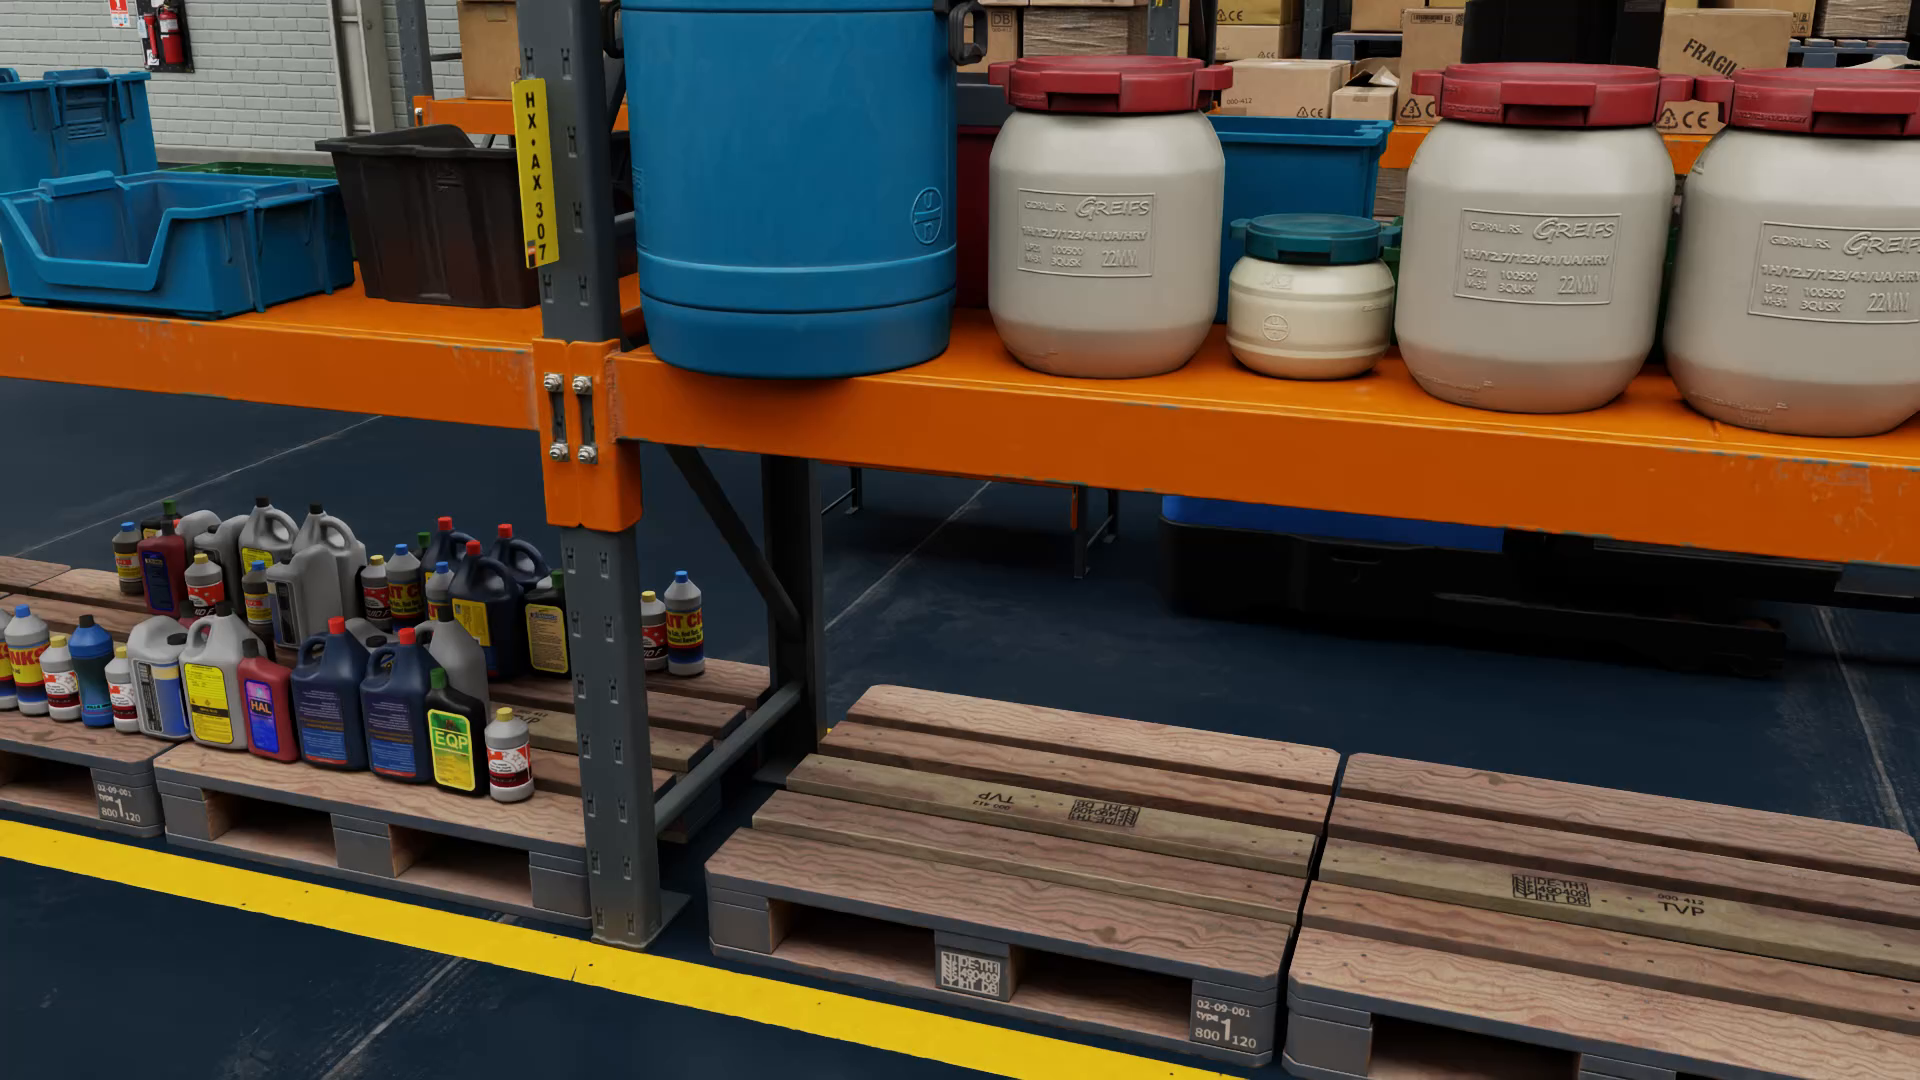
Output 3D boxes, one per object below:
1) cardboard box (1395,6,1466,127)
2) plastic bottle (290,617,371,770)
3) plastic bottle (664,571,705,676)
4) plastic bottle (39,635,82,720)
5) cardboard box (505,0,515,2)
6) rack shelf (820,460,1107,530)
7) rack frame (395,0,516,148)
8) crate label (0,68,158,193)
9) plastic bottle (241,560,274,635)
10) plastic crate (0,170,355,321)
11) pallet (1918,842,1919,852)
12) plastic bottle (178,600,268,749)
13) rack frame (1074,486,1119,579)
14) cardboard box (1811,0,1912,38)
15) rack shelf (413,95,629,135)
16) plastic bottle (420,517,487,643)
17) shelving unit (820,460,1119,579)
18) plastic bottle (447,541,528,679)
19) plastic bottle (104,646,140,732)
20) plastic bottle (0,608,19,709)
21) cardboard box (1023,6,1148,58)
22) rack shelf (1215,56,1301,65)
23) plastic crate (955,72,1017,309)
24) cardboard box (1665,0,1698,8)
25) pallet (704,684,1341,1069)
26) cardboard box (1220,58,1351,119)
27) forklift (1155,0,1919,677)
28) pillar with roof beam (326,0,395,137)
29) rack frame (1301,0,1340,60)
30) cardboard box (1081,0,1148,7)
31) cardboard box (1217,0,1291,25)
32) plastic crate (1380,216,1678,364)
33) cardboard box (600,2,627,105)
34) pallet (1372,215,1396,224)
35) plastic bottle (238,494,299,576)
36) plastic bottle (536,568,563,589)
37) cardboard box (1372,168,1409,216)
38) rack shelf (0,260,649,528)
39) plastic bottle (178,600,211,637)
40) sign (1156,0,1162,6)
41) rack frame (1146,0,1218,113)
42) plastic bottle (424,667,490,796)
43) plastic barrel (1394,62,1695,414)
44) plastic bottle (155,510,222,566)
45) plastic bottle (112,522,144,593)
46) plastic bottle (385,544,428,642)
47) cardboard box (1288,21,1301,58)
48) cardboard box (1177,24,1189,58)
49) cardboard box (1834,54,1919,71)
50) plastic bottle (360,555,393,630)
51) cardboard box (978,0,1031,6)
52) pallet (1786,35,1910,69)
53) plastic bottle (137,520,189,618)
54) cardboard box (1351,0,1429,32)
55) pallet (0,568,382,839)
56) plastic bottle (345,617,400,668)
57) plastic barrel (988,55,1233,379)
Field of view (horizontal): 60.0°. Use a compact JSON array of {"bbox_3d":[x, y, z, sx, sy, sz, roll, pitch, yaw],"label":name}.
[{"bbox_3d":[2.277,-2.138,7.501,0.500,0.500,0.500,8,21,22],"label":"cardboard box"},{"bbox_3d":[-1.454,0.346,3.882,0.185,0.351,0.144,5,20,15],"label":"plastic bottle"},{"bbox_3d":[-0.727,0.214,4.383,0.097,0.271,0.097,0,19,0],"label":"plastic bottle"},{"bbox_3d":[-2.226,0.337,4.136,0.097,0.201,0.097,0,19,0],"label":"plastic bottle"},{"bbox_3d":[-2.169,-2.884,8.656,0.250,0.149,0.380,6,20,17],"label":"cardboard box"},{"bbox_3d":[0.006,-0.300,5.969,1.000,0.278,0.538,7,20,18],"label":"rack shelf"},{"bbox_3d":[-2.719,-2.668,9.173,0.127,3.000,1.000,7,20,18],"label":"rack frame"},{"bbox_3d":[-2.521,-1.030,4.421,0.616,0.435,0.502,7,20,18],"label":"crate label"},{"bbox_3d":[-1.950,0.157,4.651,0.097,0.201,0.097,0,19,0],"label":"plastic bottle"},{"bbox_3d":[-1.704,-0.661,3.641,0.616,0.251,0.499,7,20,18],"label":"plastic crate"},{"bbox_3d":[2.489,0.957,3.010,1.213,0.211,1.003,7,20,18],"label":"pallet"},{"bbox_3d":[-1.759,0.311,3.982,0.185,0.351,0.144,6,20,18],"label":"plastic bottle"},{"bbox_3d":[0.487,-0.476,5.731,0.032,1.125,0.500,7,20,18],"label":"rack frame"},{"bbox_3d":[6.012,-3.647,11.161,0.500,0.500,0.700,4,20,12],"label":"cardboard box"},{"bbox_3d":[-0.830,-2.112,8.671,4.000,0.370,1.077,7,20,18],"label":"rack shelf"},{"bbox_3d":[-1.375,0.110,4.558,0.185,0.351,0.144,6,20,16],"label":"plastic bottle"},{"bbox_3d":[0.006,-0.530,5.889,1.048,1.125,0.538,7,20,18],"label":"shelving unit"},{"bbox_3d":[-1.244,0.176,4.371,0.185,0.351,0.144,7,20,18],"label":"plastic bottle"},{"bbox_3d":[-2.032,0.359,4.072,0.097,0.201,0.097,0,19,0],"label":"plastic bottle"},{"bbox_3d":[-2.414,0.282,4.186,0.097,0.271,0.097,0,19,0],"label":"plastic bottle"},{"bbox_3d":[0.638,-2.329,8.049,0.500,0.500,0.700,6,20,17],"label":"cardboard box"},{"bbox_3d":[0.792,-3.653,13.091,4.000,0.370,1.077,7,20,18],"label":"rack shelf"},{"bbox_3d":[-0.012,-0.769,3.628,0.583,0.464,0.402,7,20,18],"label":"plastic crate"},{"bbox_3d":[4.828,-3.775,11.528,0.500,0.500,0.700,7,20,18],"label":"cardboard box"},{"bbox_3d":[0.185,0.693,3.766,1.213,0.211,1.003,7,20,18],"label":"pallet"},{"bbox_3d":[1.539,-2.125,7.844,0.500,0.250,0.500,8,21,21],"label":"cardboard box"},{"bbox_3d":[2.215,-1.174,4.990,3.031,2.935,1.130,5,20,15],"label":"forklift"},{"bbox_3d":[-7.233,-6.544,11.179,0.400,9.000,9.100,7,20,18],"label":"pillar with roof beam"},{"bbox_3d":[2.681,-3.776,12.353,0.127,3.000,1.000,7,20,18],"label":"rack frame"},{"bbox_3d":[0.732,-2.552,7.703,0.250,0.149,0.380,7,20,18],"label":"cardboard box"},{"bbox_3d":[2.133,-4.024,12.122,0.500,0.500,0.500,6,20,18],"label":"cardboard box"},{"bbox_3d":[1.168,-0.496,3.263,0.662,0.188,0.450,7,20,18],"label":"plastic crate"},{"bbox_3d":[-1.785,-2.605,8.842,0.500,0.500,0.700,7,20,19],"label":"cardboard box"},{"bbox_3d":[3.417,-2.376,12.572,1.213,0.211,1.003,7,20,18],"label":"pallet"},{"bbox_3d":[-1.952,0.044,4.748,0.185,0.351,0.144,7,21,20],"label":"plastic bottle"},{"bbox_3d":[-1.042,0.185,4.458,0.135,0.276,0.152,7,21,20],"label":"plastic bottle"},{"bbox_3d":[3.382,-2.730,12.479,0.500,0.500,0.700,7,20,20],"label":"cardboard box"},{"bbox_3d":[-2.459,-0.572,4.254,4.000,0.370,1.077,7,20,18],"label":"rack shelf"},{"bbox_3d":[-1.877,0.291,4.142,0.133,0.283,0.061,7,20,18],"label":"plastic bottle"},{"bbox_3d":[0.878,-2.509,7.282,0.005,0.325,0.100,7,20,18],"label":"sign"},{"bbox_3d":[1.059,-2.236,7.933,0.127,3.000,1.000,7,20,18],"label":"rack frame"},{"bbox_3d":[-1.133,0.429,3.746,0.133,0.283,0.061,8,21,21],"label":"plastic bottle"},{"bbox_3d":[0.955,-0.510,2.774,0.433,0.535,0.433,0,19,0],"label":"plastic barrel"},{"bbox_3d":[-2.241,0.048,4.851,0.135,0.276,0.152,7,20,18],"label":"plastic bottle"},{"bbox_3d":[-2.470,0.048,4.966,0.097,0.201,0.097,0,19,0],"label":"plastic bottle"},{"bbox_3d":[-1.526,0.144,4.584,0.097,0.271,0.097,0,19,0],"label":"plastic bottle"},{"bbox_3d":[2.308,-3.833,12.711,0.500,0.250,0.500,7,20,19],"label":"cardboard box"},{"bbox_3d":[1.666,-3.728,12.413,0.500,0.250,0.500,7,20,18],"label":"cardboard box"},{"bbox_3d":[4.056,-1.919,7.158,0.500,0.311,0.500,6,20,17],"label":"cardboard box"},{"bbox_3d":[-1.634,0.143,4.692,0.097,0.201,0.097,0,19,0],"label":"plastic bottle"},{"bbox_3d":[0.251,-2.607,7.860,0.250,0.149,0.380,6,20,16],"label":"cardboard box"},{"bbox_3d":[5.752,-3.298,11.271,1.003,0.211,1.213,7,20,18],"label":"pallet"},{"bbox_3d":[-2.275,0.078,4.755,0.133,0.283,0.061,7,20,18],"label":"plastic bottle"},{"bbox_3d":[3.151,-3.966,12.076,0.500,0.500,0.700,7,20,18],"label":"cardboard box"},{"bbox_3d":[-2.347,0.404,4.597,1.213,0.211,1.003,7,20,18],"label":"pallet"},{"bbox_3d":[-1.429,0.333,4.034,0.135,0.276,0.152,7,20,18],"label":"plastic bottle"},{"bbox_3d":[0.262,-0.589,3.002,0.433,0.535,0.433,0,19,0],"label":"plastic barrel"}]
